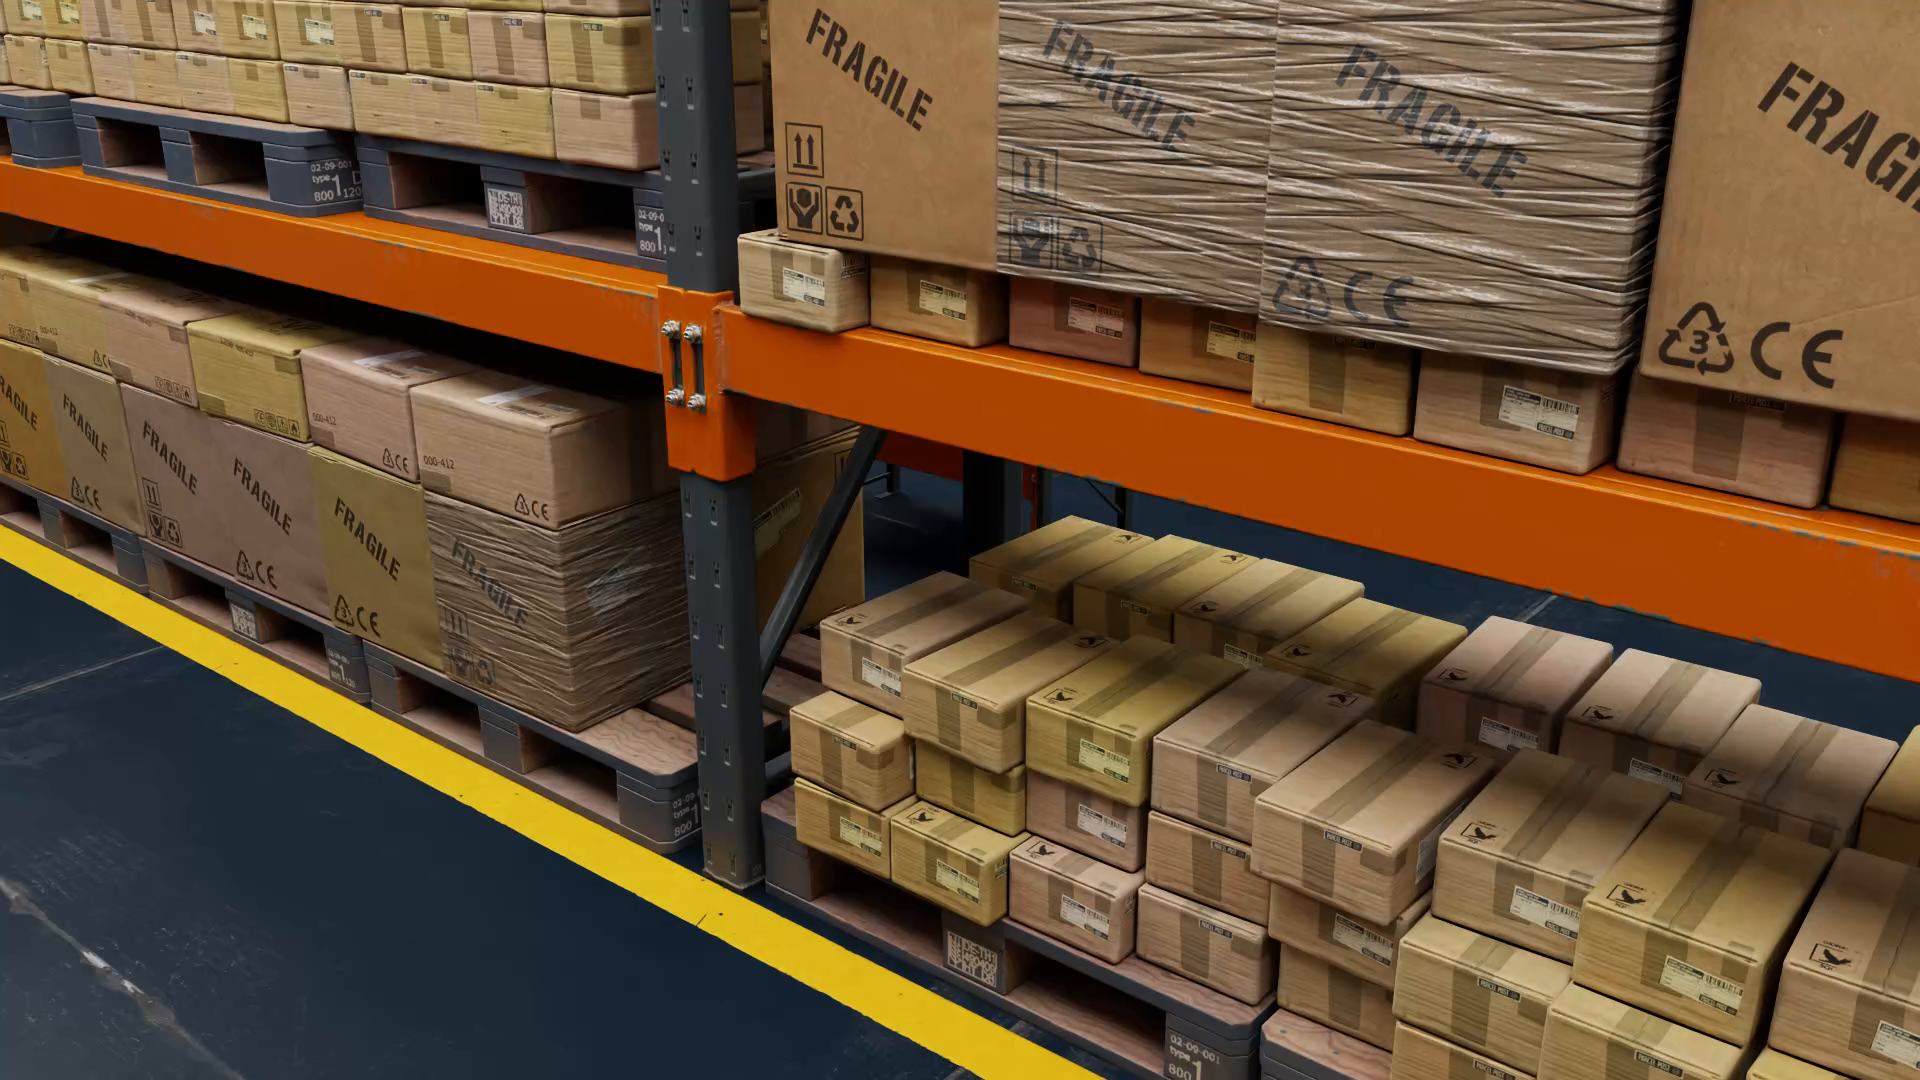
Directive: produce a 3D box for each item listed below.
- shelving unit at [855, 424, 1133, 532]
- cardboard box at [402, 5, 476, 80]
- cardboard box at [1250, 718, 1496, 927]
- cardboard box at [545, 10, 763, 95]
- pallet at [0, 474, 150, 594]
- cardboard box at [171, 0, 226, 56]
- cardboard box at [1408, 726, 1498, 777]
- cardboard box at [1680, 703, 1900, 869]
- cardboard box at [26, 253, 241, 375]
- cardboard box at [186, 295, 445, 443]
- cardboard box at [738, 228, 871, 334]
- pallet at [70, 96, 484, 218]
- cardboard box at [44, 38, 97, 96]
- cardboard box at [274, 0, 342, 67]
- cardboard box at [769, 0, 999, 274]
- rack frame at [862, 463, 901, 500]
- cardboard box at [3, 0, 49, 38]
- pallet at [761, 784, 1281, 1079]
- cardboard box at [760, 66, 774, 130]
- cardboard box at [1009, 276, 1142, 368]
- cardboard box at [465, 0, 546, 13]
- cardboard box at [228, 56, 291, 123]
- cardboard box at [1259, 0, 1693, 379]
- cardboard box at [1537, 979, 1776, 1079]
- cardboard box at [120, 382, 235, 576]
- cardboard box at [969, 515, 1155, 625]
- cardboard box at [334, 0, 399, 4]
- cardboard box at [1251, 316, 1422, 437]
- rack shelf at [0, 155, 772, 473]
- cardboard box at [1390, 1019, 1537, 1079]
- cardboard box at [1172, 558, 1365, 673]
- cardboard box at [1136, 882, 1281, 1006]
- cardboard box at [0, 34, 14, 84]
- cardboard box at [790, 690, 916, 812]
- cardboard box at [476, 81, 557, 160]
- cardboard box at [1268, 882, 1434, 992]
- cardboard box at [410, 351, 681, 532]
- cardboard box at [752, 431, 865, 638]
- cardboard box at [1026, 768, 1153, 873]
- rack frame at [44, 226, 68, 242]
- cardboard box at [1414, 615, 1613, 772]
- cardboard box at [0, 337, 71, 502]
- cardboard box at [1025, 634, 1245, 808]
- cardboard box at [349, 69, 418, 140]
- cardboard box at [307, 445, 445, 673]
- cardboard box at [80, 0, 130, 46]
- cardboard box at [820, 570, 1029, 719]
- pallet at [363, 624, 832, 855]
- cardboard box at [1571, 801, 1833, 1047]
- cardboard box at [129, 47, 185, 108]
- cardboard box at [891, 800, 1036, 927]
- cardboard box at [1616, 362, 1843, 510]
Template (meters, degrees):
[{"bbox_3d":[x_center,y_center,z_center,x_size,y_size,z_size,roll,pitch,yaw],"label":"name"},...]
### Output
[{"bbox_3d":[0.005,-0.525,5.466,1.048,1.125,0.538,16,26,36],"label":"shelving unit"},{"bbox_3d":[-1.034,-1.148,3.802,0.250,0.149,0.380,17,27,39],"label":"cardboard box"},{"bbox_3d":[0.695,0.463,2.790,0.250,0.149,0.380,17,26,37],"label":"cardboard box"},{"bbox_3d":[-0.639,-1.034,3.498,0.250,0.149,0.380,17,27,38],"label":"cardboard box"},{"bbox_3d":[-2.700,-0.194,5.883,1.213,0.211,1.003,16,26,36],"label":"pallet"},{"bbox_3d":[-1.847,-1.383,4.423,0.250,0.149,0.380,17,27,38],"label":"cardboard box"},{"bbox_3d":[1.018,0.447,3.255,0.250,0.149,0.380,17,26,38],"label":"cardboard box"},{"bbox_3d":[1.415,0.443,2.845,0.250,0.149,0.380,16,26,36],"label":"cardboard box"},{"bbox_3d":[-2.531,-0.718,5.206,0.500,0.250,0.500,16,26,36],"label":"cardboard box"},{"bbox_3d":[-1.751,-0.488,4.596,0.500,0.250,0.500,15,25,34],"label":"cardboard box"},{"bbox_3d":[-0.193,-0.511,3.127,0.250,0.149,0.380,17,27,38],"label":"cardboard box"},{"bbox_3d":[-1.745,-1.153,4.747,1.213,0.211,1.003,16,26,36],"label":"pallet"},{"bbox_3d":[-2.458,-1.418,4.937,0.250,0.149,0.380,18,27,39],"label":"cardboard box"},{"bbox_3d":[-1.449,-1.267,4.115,0.250,0.149,0.380,14,25,34],"label":"cardboard box"},{"bbox_3d":[0.019,-0.787,2.942,0.500,0.500,0.500,16,26,35],"label":"cardboard box"},{"bbox_3d":[-0.389,-0.638,5.766,0.032,1.125,0.500,16,26,36],"label":"rack frame"},{"bbox_3d":[-2.637,-1.610,5.026,0.250,0.149,0.380,15,25,35],"label":"cardboard box"},{"bbox_3d":[0.337,0.664,3.608,1.213,0.211,1.003,16,26,36],"label":"pallet"},{"bbox_3d":[-0.439,-1.134,4.184,0.250,0.149,0.380,17,26,37],"label":"cardboard box"},{"bbox_3d":[0.294,-0.428,2.909,0.250,0.149,0.380,15,25,34],"label":"cardboard box"},{"bbox_3d":[-0.849,-1.234,3.607,0.250,0.149,0.380,15,25,35],"label":"cardboard box"},{"bbox_3d":[-1.650,-1.184,4.318,0.250,0.149,0.380,17,27,39],"label":"cardboard box"},{"bbox_3d":[0.774,-0.557,2.330,0.500,0.500,0.500,15,26,35],"label":"cardboard box"},{"bbox_3d":[1.073,0.726,2.514,0.250,0.149,0.380,16,26,37],"label":"cardboard box"},{"bbox_3d":[-2.126,-0.248,5.023,0.500,0.500,0.500,15,26,35],"label":"cardboard box"},{"bbox_3d":[0.235,0.086,3.790,0.250,0.149,0.380,17,27,38],"label":"cardboard box"},{"bbox_3d":[-1.251,-1.351,3.917,0.250,0.149,0.380,16,26,36],"label":"cardboard box"},{"bbox_3d":[0.655,-0.292,2.547,0.250,0.149,0.380,17,26,37],"label":"cardboard box"},{"bbox_3d":[-1.755,-0.891,4.798,4.000,0.370,1.077,16,26,36],"label":"rack shelf"},{"bbox_3d":[0.904,0.804,2.730,0.250,0.149,0.380,15,25,35],"label":"cardboard box"},{"bbox_3d":[0.655,0.186,3.525,0.250,0.149,0.380,16,26,36],"label":"cardboard box"},{"bbox_3d":[0.533,0.669,3.088,0.250,0.149,0.380,15,26,35],"label":"cardboard box"},{"bbox_3d":[-2.878,-1.537,5.255,0.250,0.149,0.380,18,27,39],"label":"cardboard box"},{"bbox_3d":[-0.127,0.386,3.418,0.250,0.149,0.380,18,27,39],"label":"cardboard box"},{"bbox_3d":[-0.840,-0.952,3.703,0.250,0.149,0.380,16,26,37],"label":"cardboard box"},{"bbox_3d":[0.743,0.591,2.874,0.250,0.149,0.380,18,27,39],"label":"cardboard box"},{"bbox_3d":[-0.943,-0.256,3.980,0.500,0.250,0.500,15,25,35],"label":"cardboard box"},{"bbox_3d":[-0.610,-0.045,4.484,0.500,0.500,0.500,17,27,38],"label":"cardboard box"},{"bbox_3d":[0.337,0.462,3.215,0.250,0.149,0.380,16,26,36],"label":"cardboard box"},{"bbox_3d":[-3.305,-1.673,5.854,0.127,3.000,1.000,16,26,36],"label":"rack frame"},{"bbox_3d":[1.075,0.301,3.222,0.250,0.149,0.380,15,25,34],"label":"cardboard box"},{"bbox_3d":[-2.918,-0.473,5.618,0.500,0.500,0.500,15,25,34],"label":"cardboard box"},{"bbox_3d":[0.333,0.332,3.138,0.250,0.149,0.380,16,26,36],"label":"cardboard box"},{"bbox_3d":[-1.226,-1.064,4.000,0.250,0.149,0.380,15,25,34],"label":"cardboard box"},{"bbox_3d":[-1.336,-0.019,4.414,0.500,0.500,0.500,15,26,35],"label":"cardboard box"},{"bbox_3d":[-2.249,-1.498,4.729,0.250,0.149,0.380,16,26,36],"label":"cardboard box"},{"bbox_3d":[-0.070,0.212,3.458,0.250,0.149,0.380,17,27,38],"label":"cardboard box"},{"bbox_3d":[-0.810,0.351,4.439,1.213,0.211,1.003,16,26,36],"label":"pallet"},{"bbox_3d":[1.125,0.567,2.515,0.250,0.149,0.380,16,26,37],"label":"cardboard box"},{"bbox_3d":[-2.057,-1.302,4.631,0.250,0.149,0.380,16,26,37],"label":"cardboard box"},{"bbox_3d":[0.079,0.585,3.311,0.250,0.149,0.380,17,27,38],"label":"cardboard box"},{"bbox_3d":[1.095,-0.183,2.258,0.250,0.149,0.380,17,27,38],"label":"cardboard box"}]
